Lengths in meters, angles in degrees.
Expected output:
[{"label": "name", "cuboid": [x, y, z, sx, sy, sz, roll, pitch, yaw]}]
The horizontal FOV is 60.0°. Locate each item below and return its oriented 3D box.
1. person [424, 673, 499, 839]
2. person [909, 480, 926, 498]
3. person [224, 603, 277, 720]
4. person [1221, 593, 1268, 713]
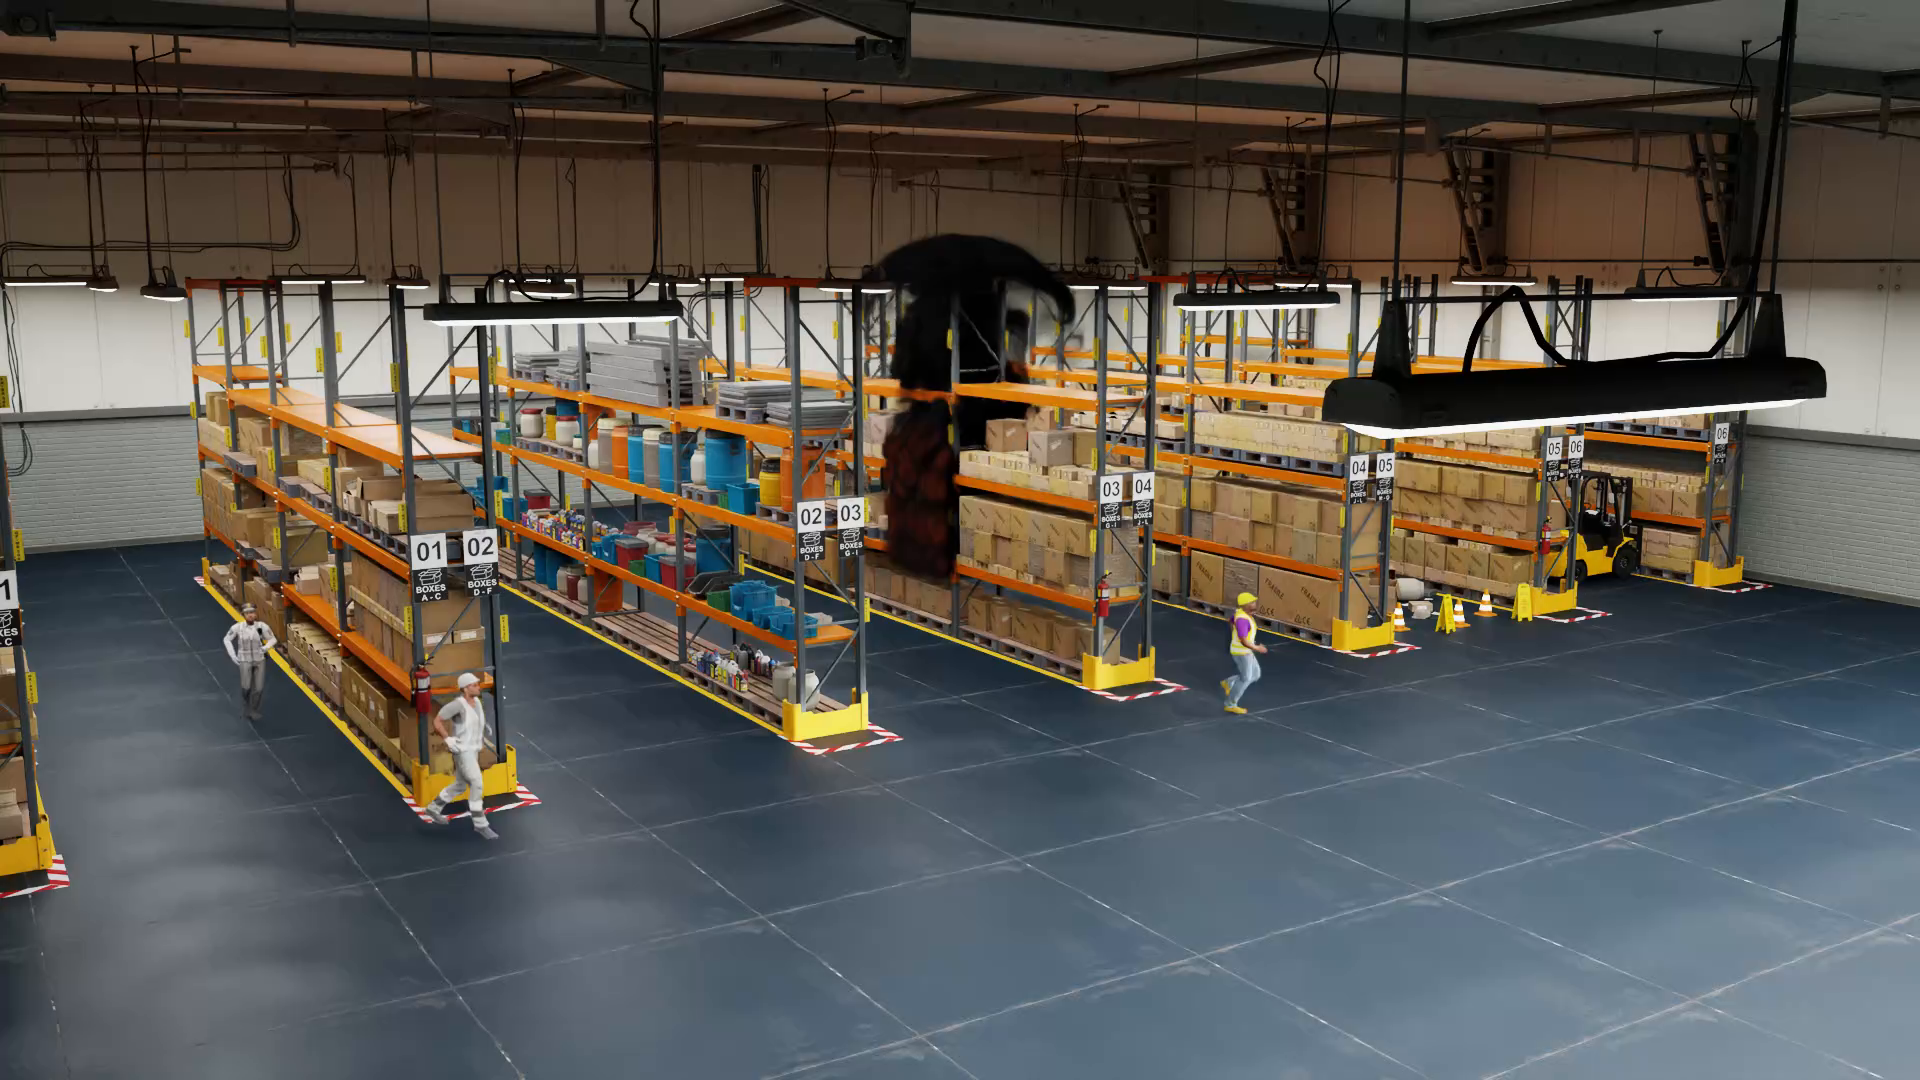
[{"label": "person", "cuboid": [-5.533, 2.380, 18.591, 0.930, 1.809, 0.696, 2, 10, 10]}, {"label": "person", "cuboid": [-0.783, -0.419, 35.442, 0.629, 1.743, 1.100, -8, 12, -40]}, {"label": "person", "cuboid": [-9.759, 1.678, 22.944, 0.667, 1.666, 0.532, -5, 11, -28]}, {"label": "person", "cuboid": [4.040, 1.580, 23.480, 0.595, 1.723, 0.734, 1, 10, 9]}]
